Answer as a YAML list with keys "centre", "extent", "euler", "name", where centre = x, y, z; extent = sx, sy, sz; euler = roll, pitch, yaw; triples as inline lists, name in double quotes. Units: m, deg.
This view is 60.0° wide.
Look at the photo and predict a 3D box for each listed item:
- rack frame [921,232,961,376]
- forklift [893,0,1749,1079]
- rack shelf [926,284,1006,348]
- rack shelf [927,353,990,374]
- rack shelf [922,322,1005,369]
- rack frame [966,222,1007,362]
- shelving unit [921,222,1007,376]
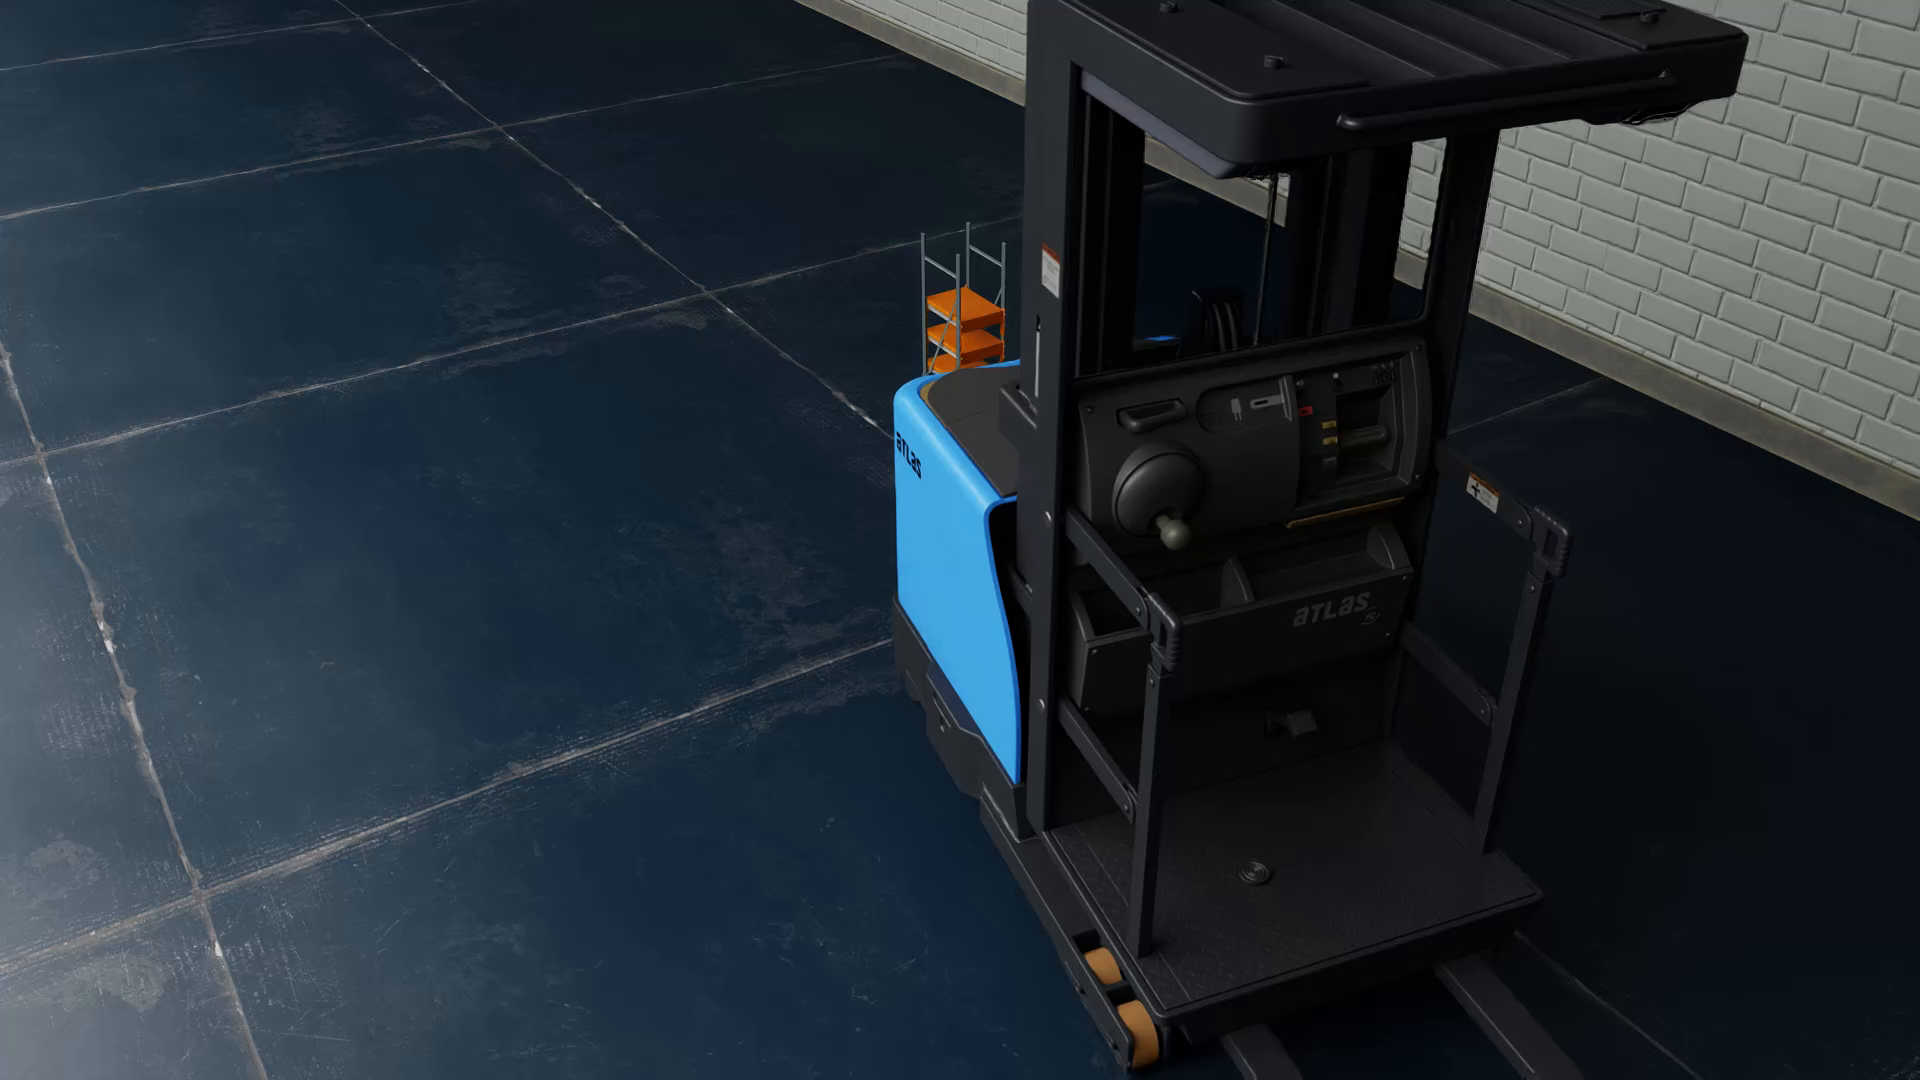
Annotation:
- centre: [-0.065, -0.485, 5.895]
  extent: [0.006, 1.200, 0.240]
  euler: [-19, 37, -27]
  name: "rack frame"
- centre: [0.793, -0.175, 3.780]
  extent: [1.130, 2.935, 3.031]
  euler: [-12, 34, -18]
  name: "forklift"
- centre: [0.012, -0.779, 5.768]
  extent: [0.180, 0.103, 0.258]
  euler: [-19, 37, -27]
  name: "rack shelf"
- centre: [0.012, -0.576, 5.896]
  extent: [0.180, 0.103, 0.258]
  euler: [-19, 37, -27]
  name: "rack shelf"
- centre: [0.012, -0.677, 5.832]
  extent: [0.180, 0.103, 0.258]
  euler: [-19, 37, -27]
  name: "rack shelf"
- centre: [0.089, -0.538, 5.978]
  extent: [0.006, 1.200, 0.240]
  euler: [-19, 37, -27]
  name: "rack frame"
- centre: [0.012, -0.512, 5.937]
  extent: [0.189, 1.200, 0.258]
  euler: [-19, 37, -27]
  name: "shelving unit"
